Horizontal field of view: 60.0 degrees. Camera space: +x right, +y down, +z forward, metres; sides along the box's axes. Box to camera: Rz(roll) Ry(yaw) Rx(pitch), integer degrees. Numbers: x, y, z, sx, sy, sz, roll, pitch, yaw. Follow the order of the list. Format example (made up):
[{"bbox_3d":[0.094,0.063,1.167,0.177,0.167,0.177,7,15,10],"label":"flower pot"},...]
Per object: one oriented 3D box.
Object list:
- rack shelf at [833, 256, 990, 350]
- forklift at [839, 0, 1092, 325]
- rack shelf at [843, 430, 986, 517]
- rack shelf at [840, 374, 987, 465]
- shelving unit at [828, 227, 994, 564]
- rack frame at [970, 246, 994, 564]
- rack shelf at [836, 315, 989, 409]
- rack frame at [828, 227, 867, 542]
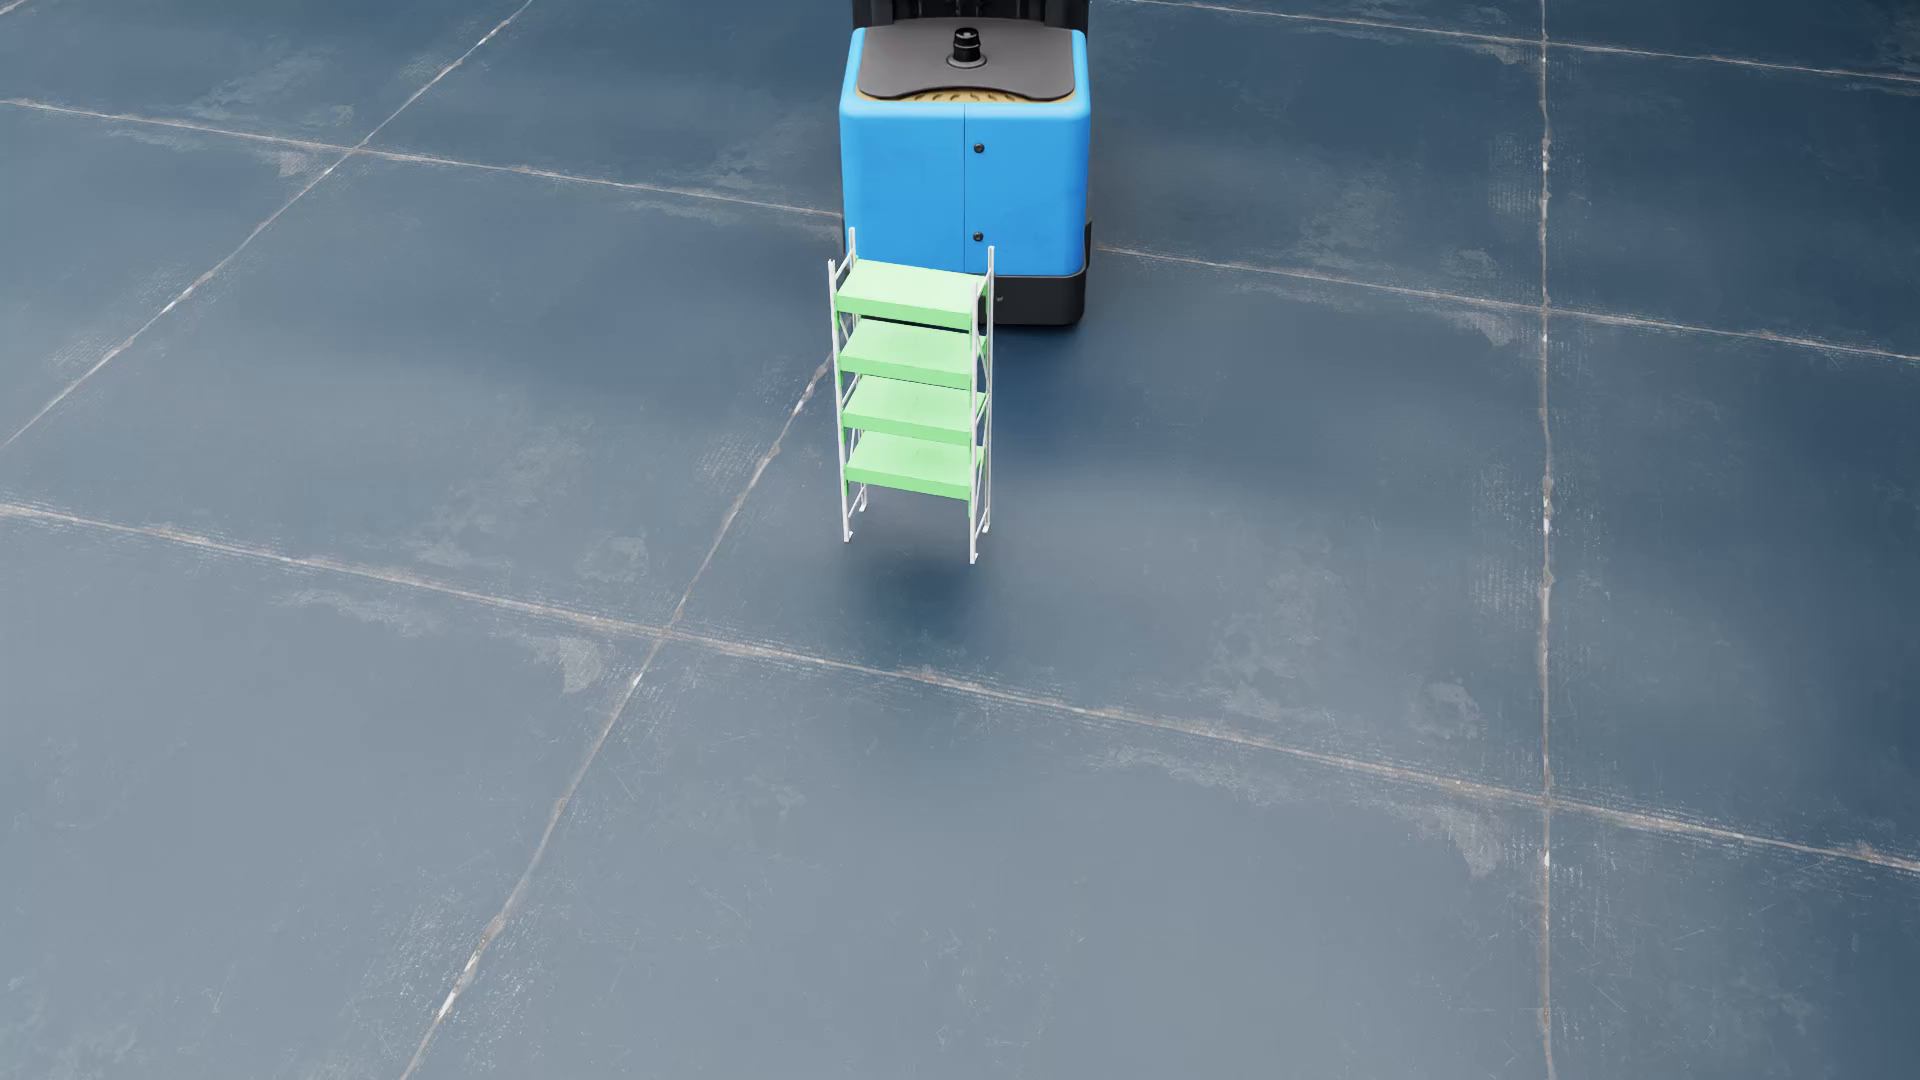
[{"bbox_3d":[-0.160,-0.806,5.629,0.480,0.148,0.258,10,41,11],"label":"rack shelf"},{"bbox_3d":[0.055,-2.985,7.526,1.130,2.935,3.031,1,40,1],"label":"forklift"},{"bbox_3d":[-0.160,-0.254,6.092,0.480,0.148,0.258,10,41,11],"label":"rack shelf"},{"bbox_3d":[-0.160,-0.438,5.938,0.480,0.148,0.258,10,41,11],"label":"rack shelf"},{"bbox_3d":[-0.160,-0.487,5.897,0.503,1.200,0.258,10,41,11],"label":"shelving unit"},{"bbox_3d":[0.076,-0.446,5.849,0.015,1.200,0.240,10,41,11],"label":"rack frame"},{"bbox_3d":[-0.160,-0.622,5.784,0.480,0.148,0.258,10,41,11],"label":"rack shelf"},{"bbox_3d":[-0.396,-0.528,5.945,0.015,1.200,0.240,10,41,11],"label":"rack frame"}]
